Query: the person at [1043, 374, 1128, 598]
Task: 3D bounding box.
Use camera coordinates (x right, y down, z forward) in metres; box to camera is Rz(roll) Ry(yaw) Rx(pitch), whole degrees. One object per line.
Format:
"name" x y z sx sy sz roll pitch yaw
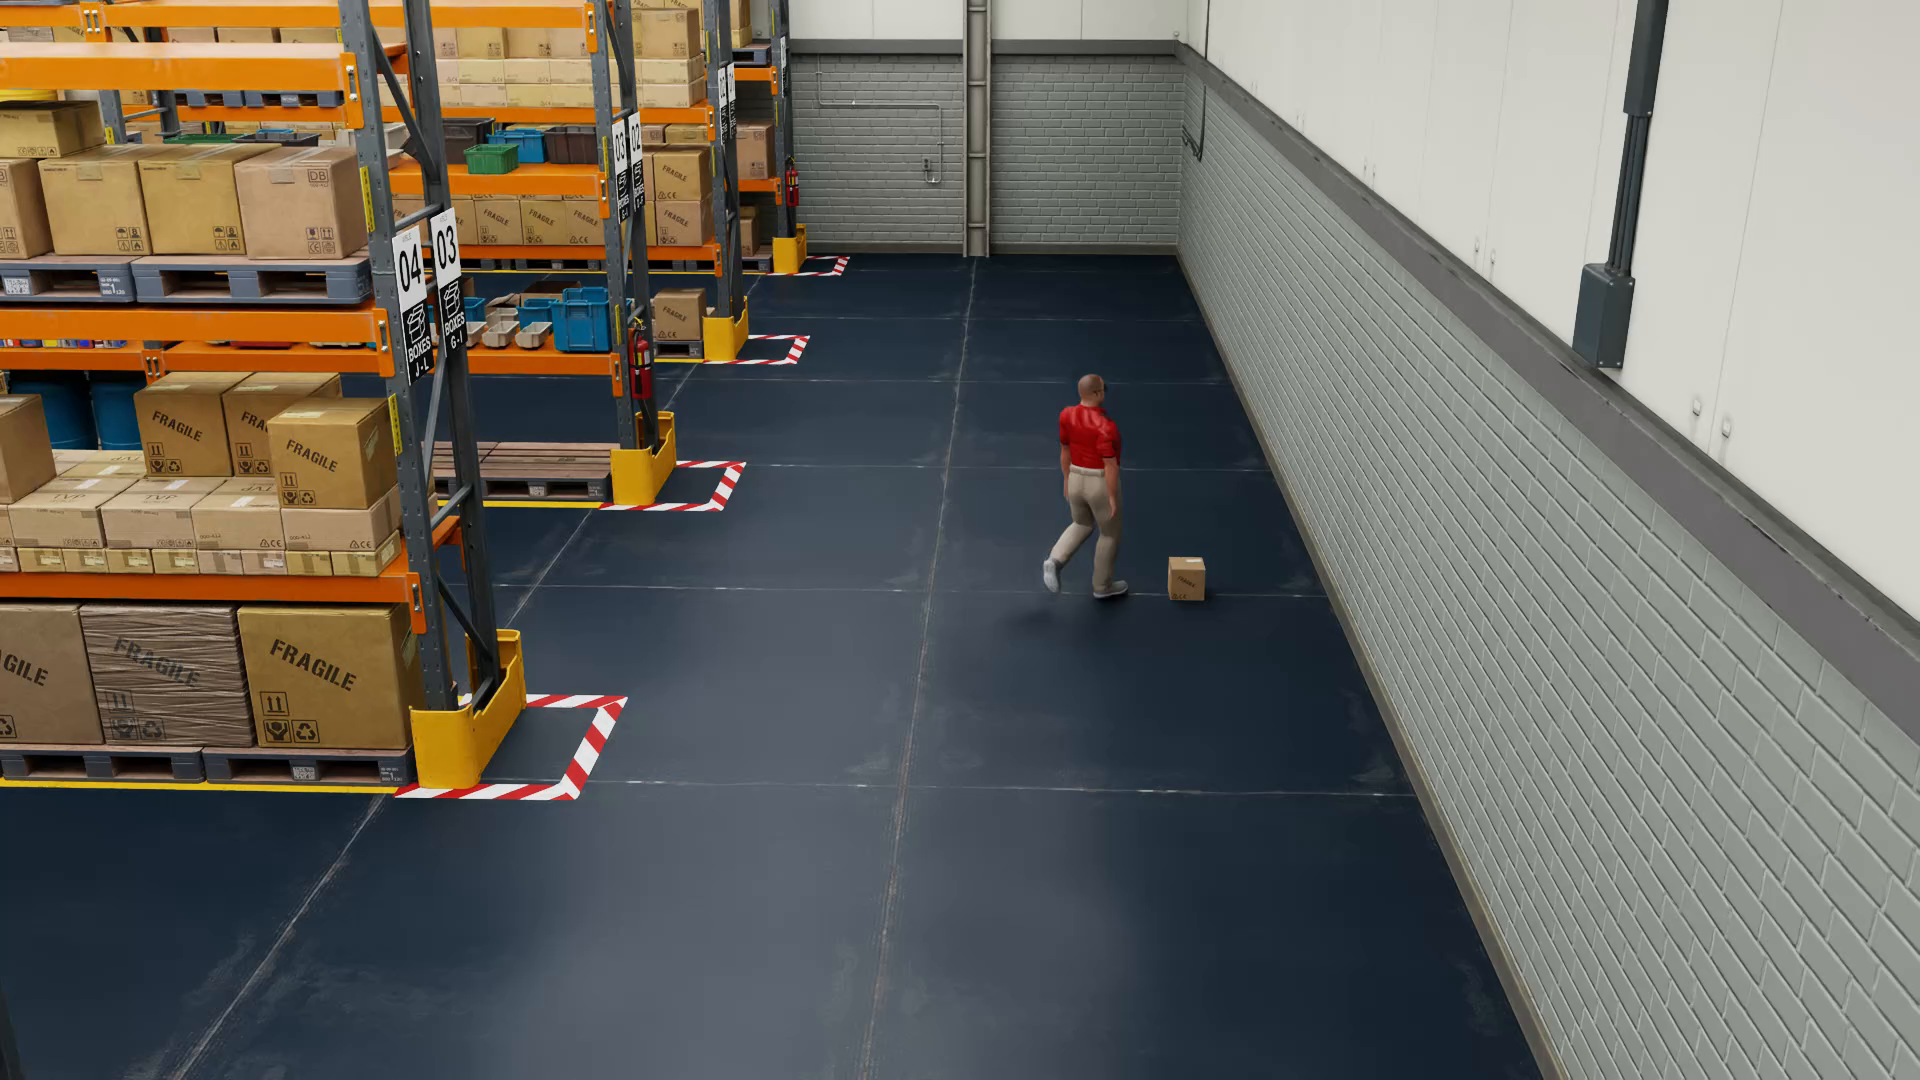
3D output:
"person" 0.951 -0.381 12.069 0.552 1.709 0.653 18 27 39
